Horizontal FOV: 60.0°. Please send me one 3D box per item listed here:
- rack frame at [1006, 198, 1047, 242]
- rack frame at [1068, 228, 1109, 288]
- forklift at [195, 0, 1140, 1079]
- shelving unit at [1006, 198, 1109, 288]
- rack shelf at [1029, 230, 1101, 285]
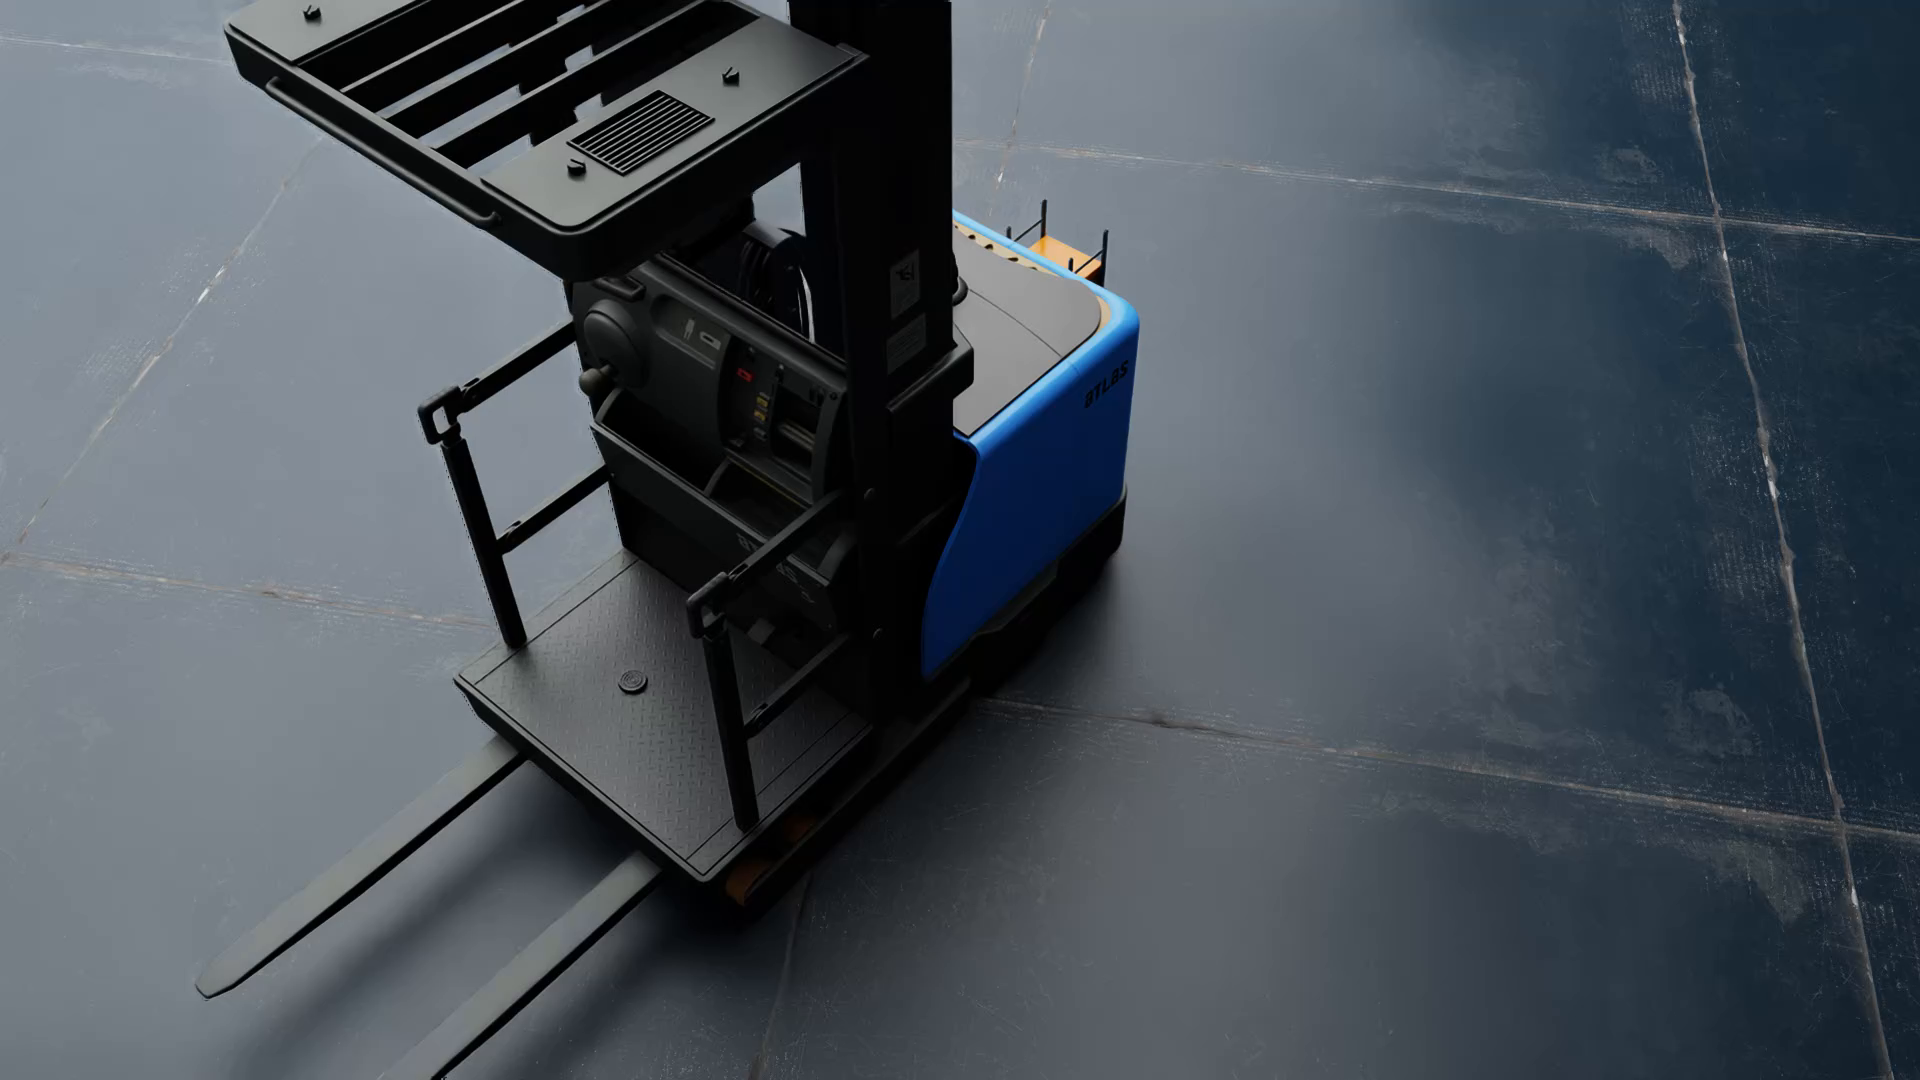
[{"bbox_3d":[0.212,-0.684,5.659,0.008,1.050,0.200,32,55,25],"label":"rack frame"},{"bbox_3d":[0.400,-0.568,5.555,0.008,1.050,0.200,32,55,25],"label":"rack frame"},{"bbox_3d":[-0.787,-0.350,4.094,1.130,2.935,3.031,32,56,26],"label":"forklift"},{"bbox_3d":[0.306,-0.626,5.607,0.252,1.050,0.215,32,55,25],"label":"shelving unit"},{"bbox_3d":[0.306,-0.809,5.404,0.240,0.259,0.215,32,55,25],"label":"rack shelf"}]
